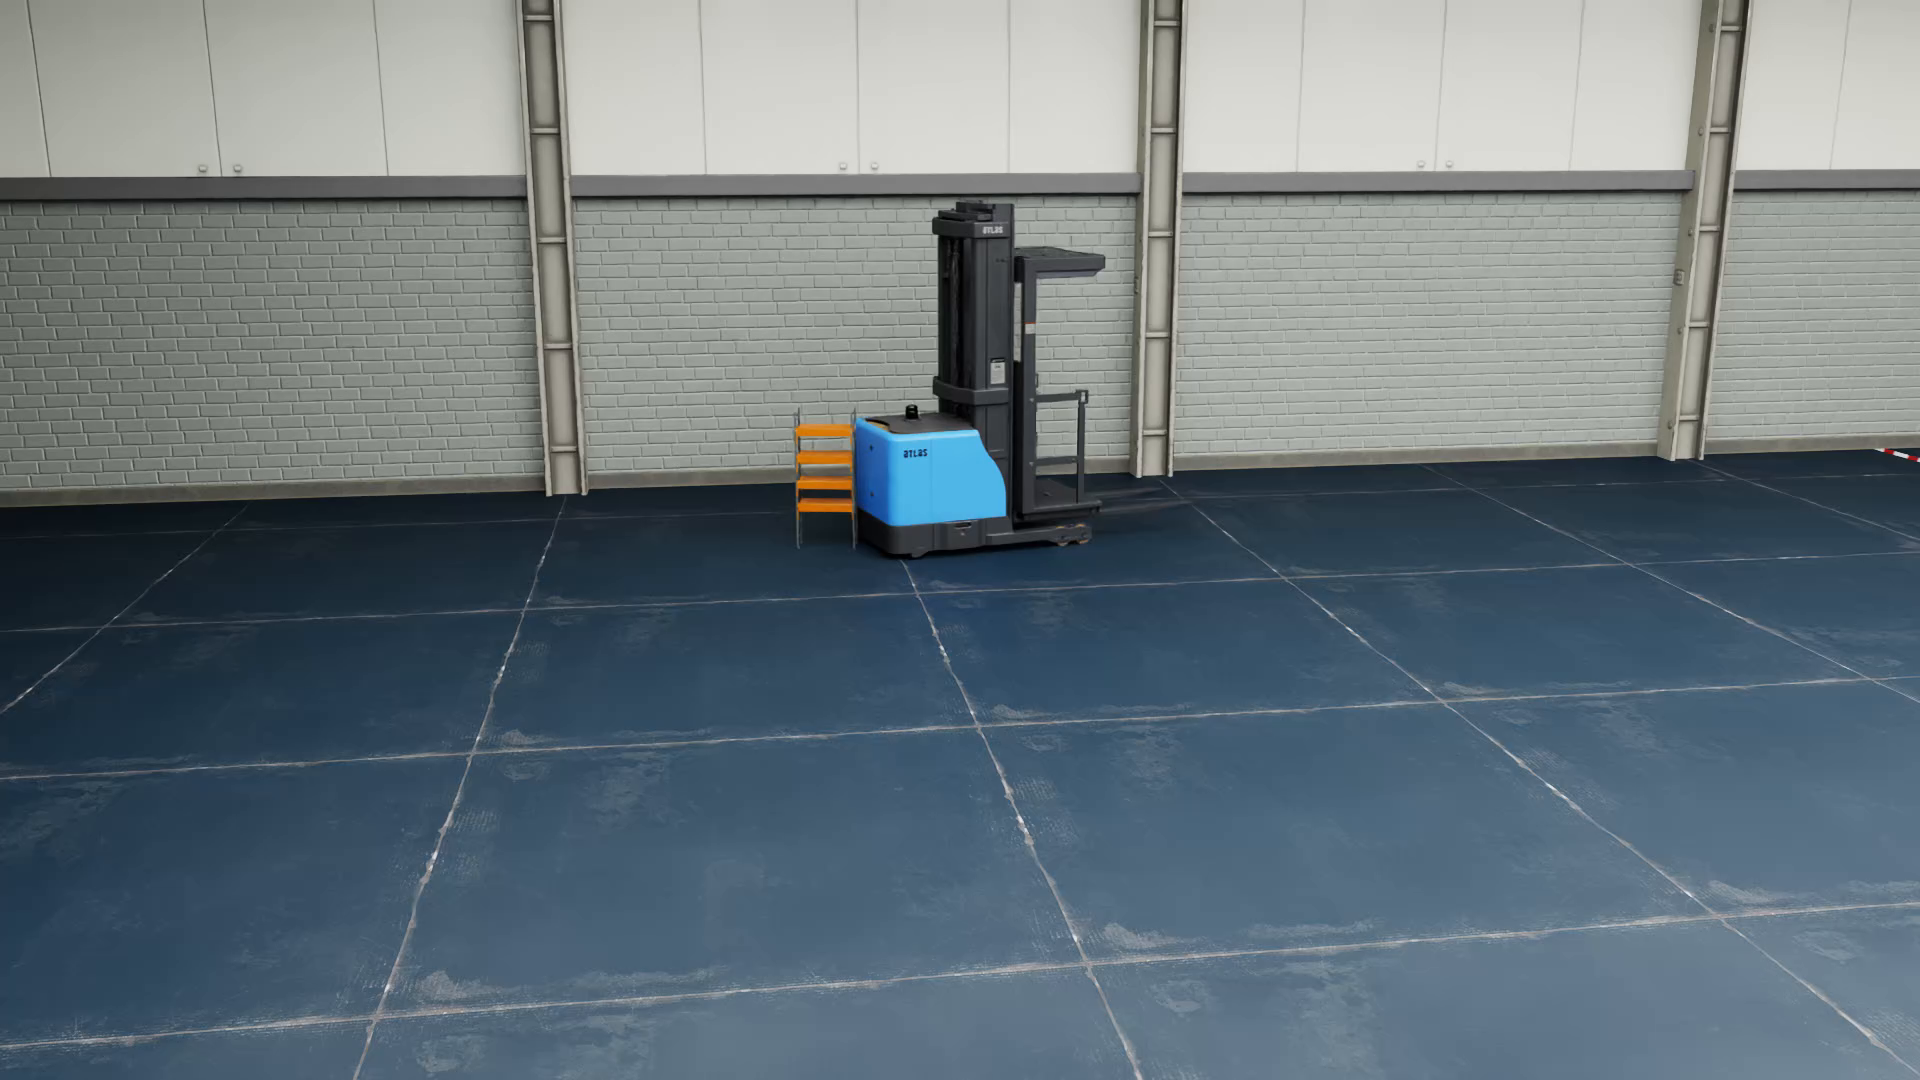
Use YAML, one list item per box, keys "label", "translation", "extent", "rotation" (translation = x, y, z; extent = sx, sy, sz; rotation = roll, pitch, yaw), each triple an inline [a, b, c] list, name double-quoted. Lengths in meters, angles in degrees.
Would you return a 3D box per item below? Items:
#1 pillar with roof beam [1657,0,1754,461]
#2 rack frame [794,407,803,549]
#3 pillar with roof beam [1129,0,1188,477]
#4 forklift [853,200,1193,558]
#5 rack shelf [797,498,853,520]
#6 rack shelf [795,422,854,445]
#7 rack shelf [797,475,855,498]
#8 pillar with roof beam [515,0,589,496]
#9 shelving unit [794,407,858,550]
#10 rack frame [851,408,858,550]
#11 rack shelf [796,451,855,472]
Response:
- label: "pillar with roof beam"
  translation: [8.583, -4.242, 13.136]
  extent: [0.400, 9.000, 9.100]
  rotation: [-2, 14, -8]
- label: "rack frame"
  translation: [-1.399, -0.535, 14.387]
  extent: [0.015, 1.200, 0.240]
  rotation: [1, 14, 3]
- label: "pillar with roof beam"
  translation: [2.650, -4.024, 12.269]
  extent: [0.400, 9.000, 9.100]
  rotation: [-2, 14, -8]
- label: "forklift"
  translation: [0.613, -1.486, 14.620]
  extent: [3.031, 2.935, 1.130]
  rotation: [-6, 15, -22]
- label: "rack shelf"
  translation: [-1.155, -0.274, 14.439]
  extent: [0.480, 0.148, 0.258]
  rotation: [1, 14, 3]
- label: "rack shelf"
  translation: [-1.155, -0.913, 14.279]
  extent: [0.480, 0.148, 0.258]
  rotation: [1, 14, 3]
- label: "rack shelf"
  translation: [-1.155, -0.466, 14.391]
  extent: [0.480, 0.148, 0.258]
  rotation: [1, 14, 3]
- label: "pillar with roof beam"
  translation: [-3.283, -3.807, 11.402]
  extent: [0.400, 9.000, 9.100]
  rotation: [-2, 14, -8]
- label: "shelving unit"
  translation: [-1.155, -0.531, 14.374]
  extent: [0.503, 1.200, 0.258]
  rotation: [1, 14, 3]
- label: "rack frame"
  translation: [-0.912, -0.528, 14.362]
  extent: [0.015, 1.200, 0.240]
  rotation: [1, 14, 3]
- label: "rack shelf"
  translation: [-1.155, -0.683, 14.336]
  extent: [0.480, 0.148, 0.258]
  rotation: [1, 14, 3]
